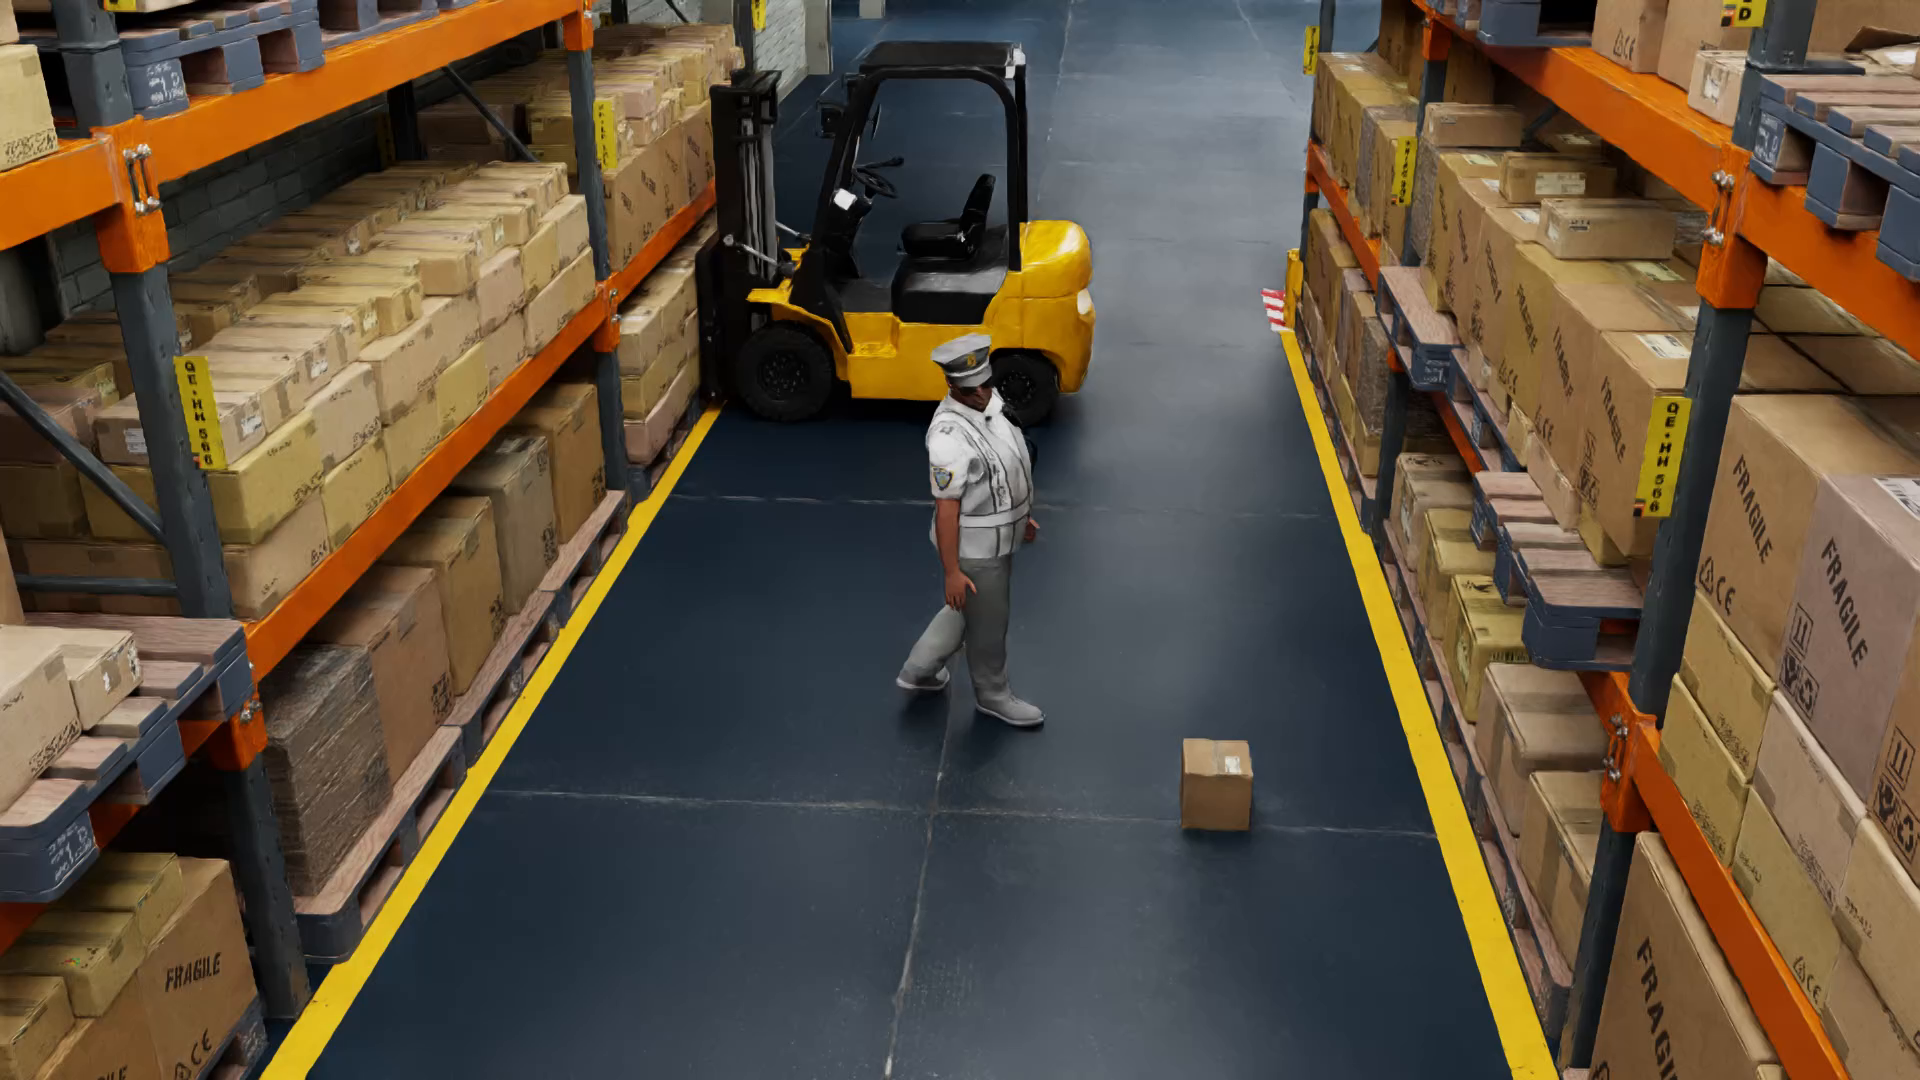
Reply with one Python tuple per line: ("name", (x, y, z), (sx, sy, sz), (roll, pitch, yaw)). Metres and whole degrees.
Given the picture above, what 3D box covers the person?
("person", (0.037, -0.019, 6.658), (0.640, 1.718, 0.587), (4, 25, 9))
